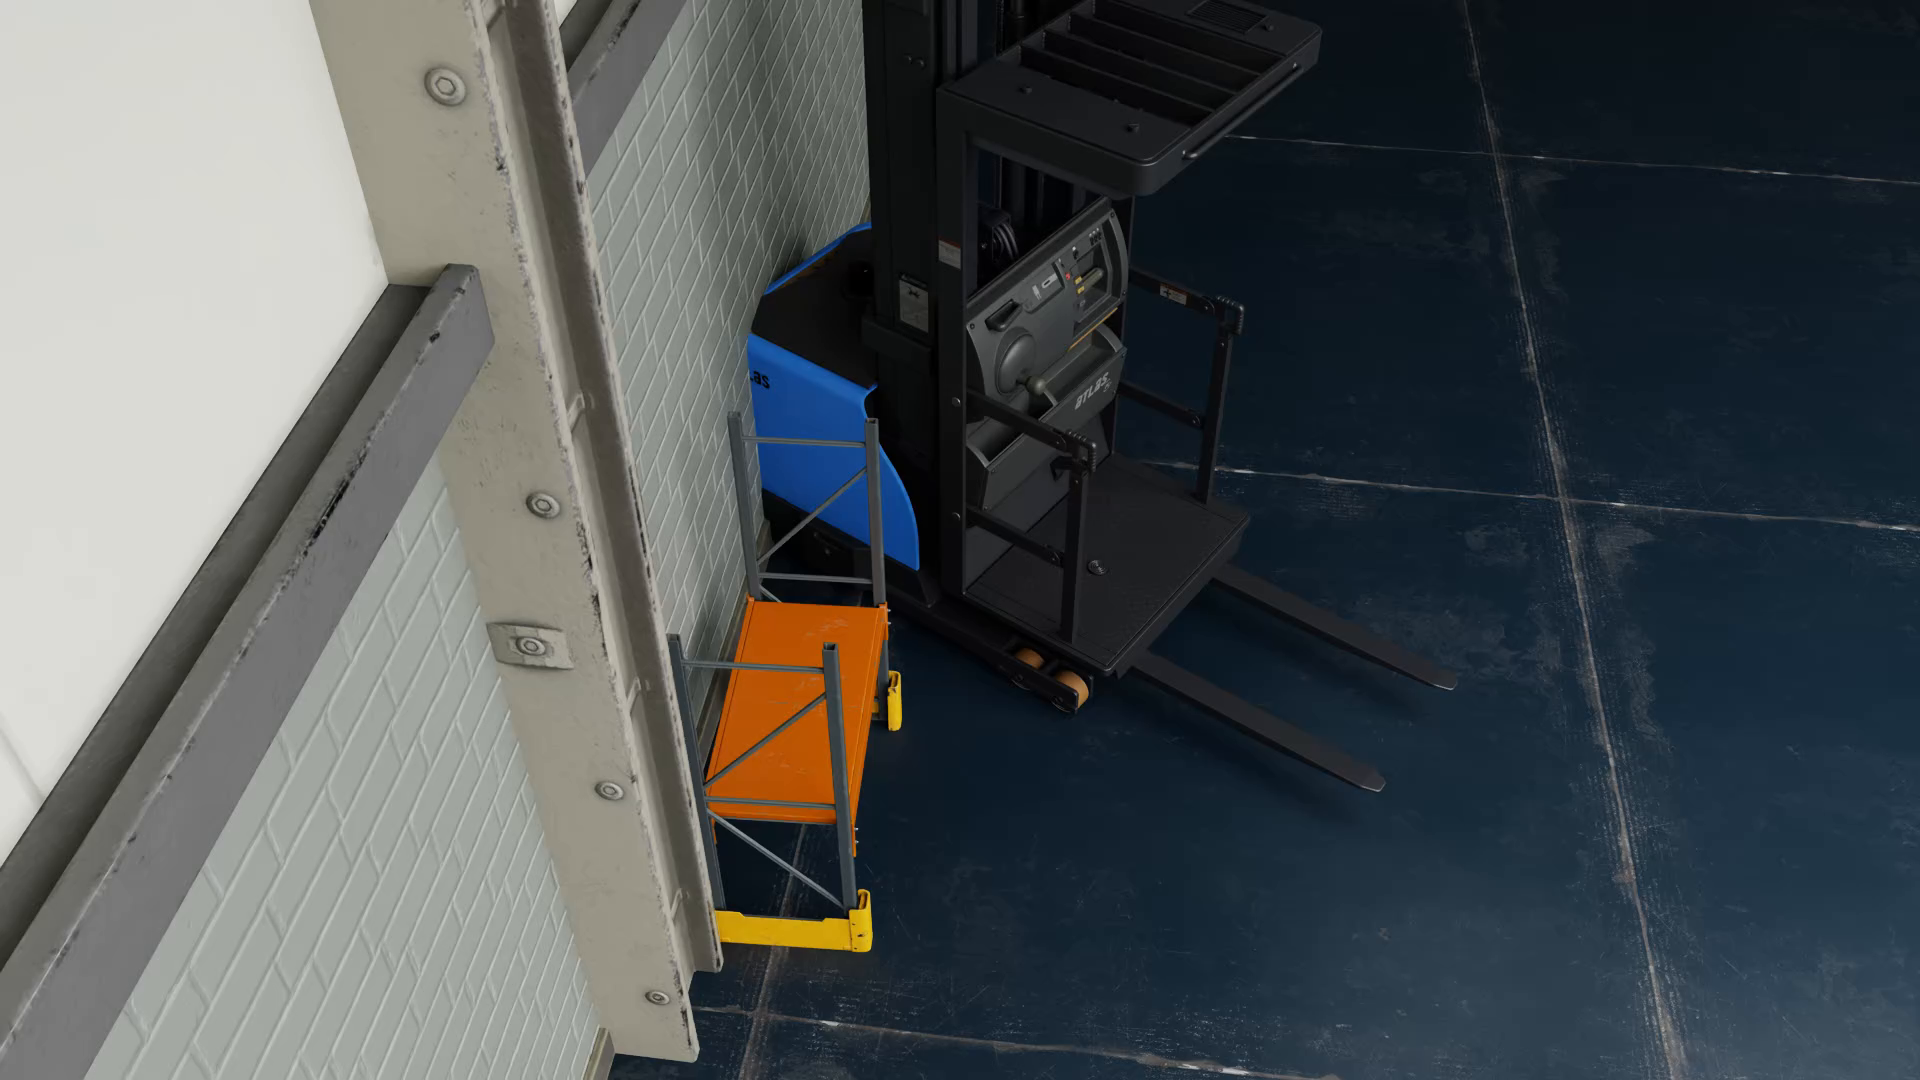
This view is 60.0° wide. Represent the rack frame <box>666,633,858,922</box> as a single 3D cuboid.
[{"bbox_3d":[-0.599,0.837,5.275,0.500,1.500,0.032,3,44,3],"label":"rack frame"}]

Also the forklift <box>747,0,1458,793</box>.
[{"bbox_3d":[0.497,-0.806,5.970,3.031,2.935,1.130,27,50,26],"label":"forklift"}]

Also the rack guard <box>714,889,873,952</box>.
[{"bbox_3d":[-0.599,1.290,5.706,0.587,0.250,0.087,3,44,3],"label":"rack guard"}]

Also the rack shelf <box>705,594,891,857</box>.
[{"bbox_3d":[-0.560,0.619,5.767,0.538,0.185,1.000,3,44,3],"label":"rack shelf"}]

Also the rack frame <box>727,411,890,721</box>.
[{"bbox_3d":[-0.521,0.140,6.011,0.500,1.500,0.032,3,44,3],"label":"rack frame"}]

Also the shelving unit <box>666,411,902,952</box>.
[{"bbox_3d":[-0.561,0.495,5.637,0.587,1.500,1.083,3,44,3],"label":"shelving unit"}]

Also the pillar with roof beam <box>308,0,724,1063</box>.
[{"bbox_3d":[3.275,-1.315,2.094,9.100,9.000,0.400,5,44,6],"label":"pillar with roof beam"}]

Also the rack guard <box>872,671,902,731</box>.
[{"bbox_3d":[-0.522,0.607,6.427,0.587,0.250,0.087,3,44,3],"label":"rack guard"}]
